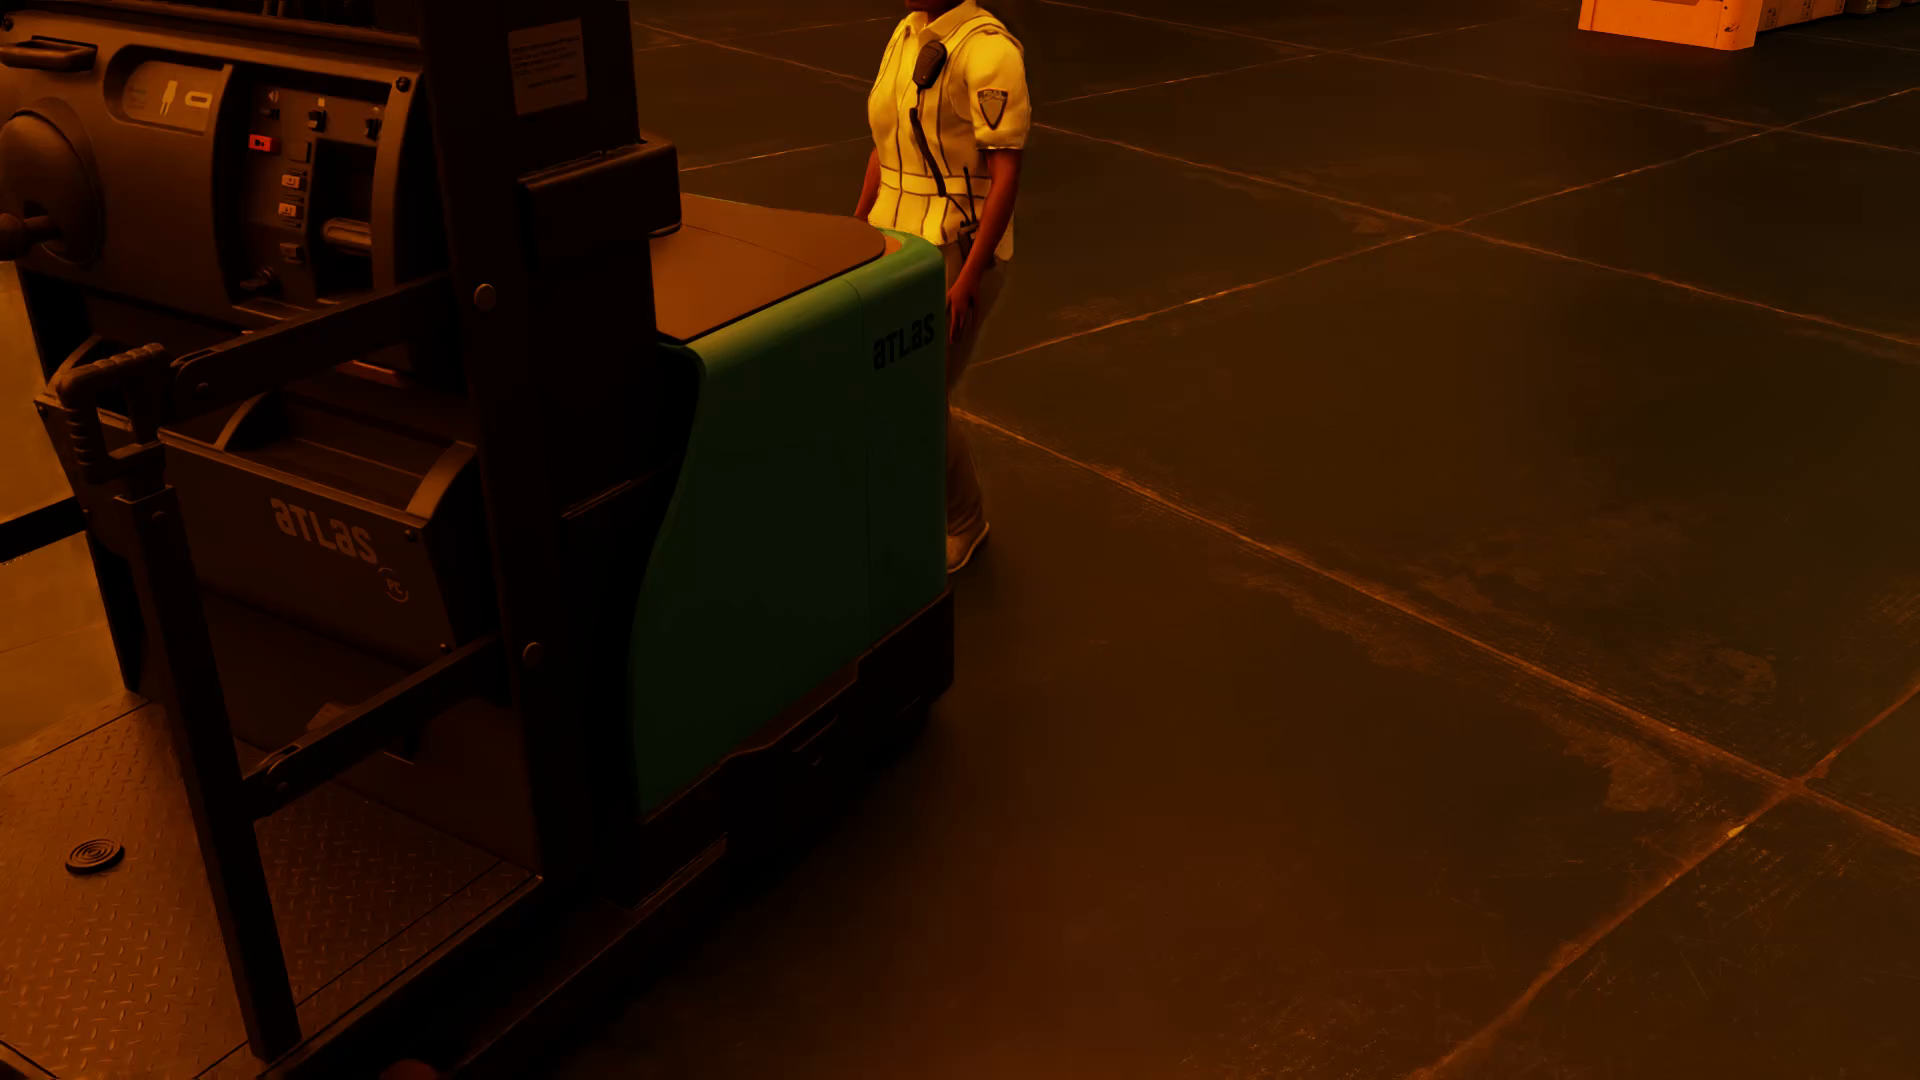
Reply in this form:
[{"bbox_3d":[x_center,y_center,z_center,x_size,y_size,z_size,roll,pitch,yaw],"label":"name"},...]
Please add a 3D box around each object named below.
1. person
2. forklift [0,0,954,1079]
[{"bbox_3d":[-0.137,-0.684,4.043,0.545,1.671,0.594,-17,31,-30],"label":"person"},{"bbox_3d":[-1.219,-0.509,2.229,1.130,2.935,3.031,15,30,28],"label":"forklift"}]
